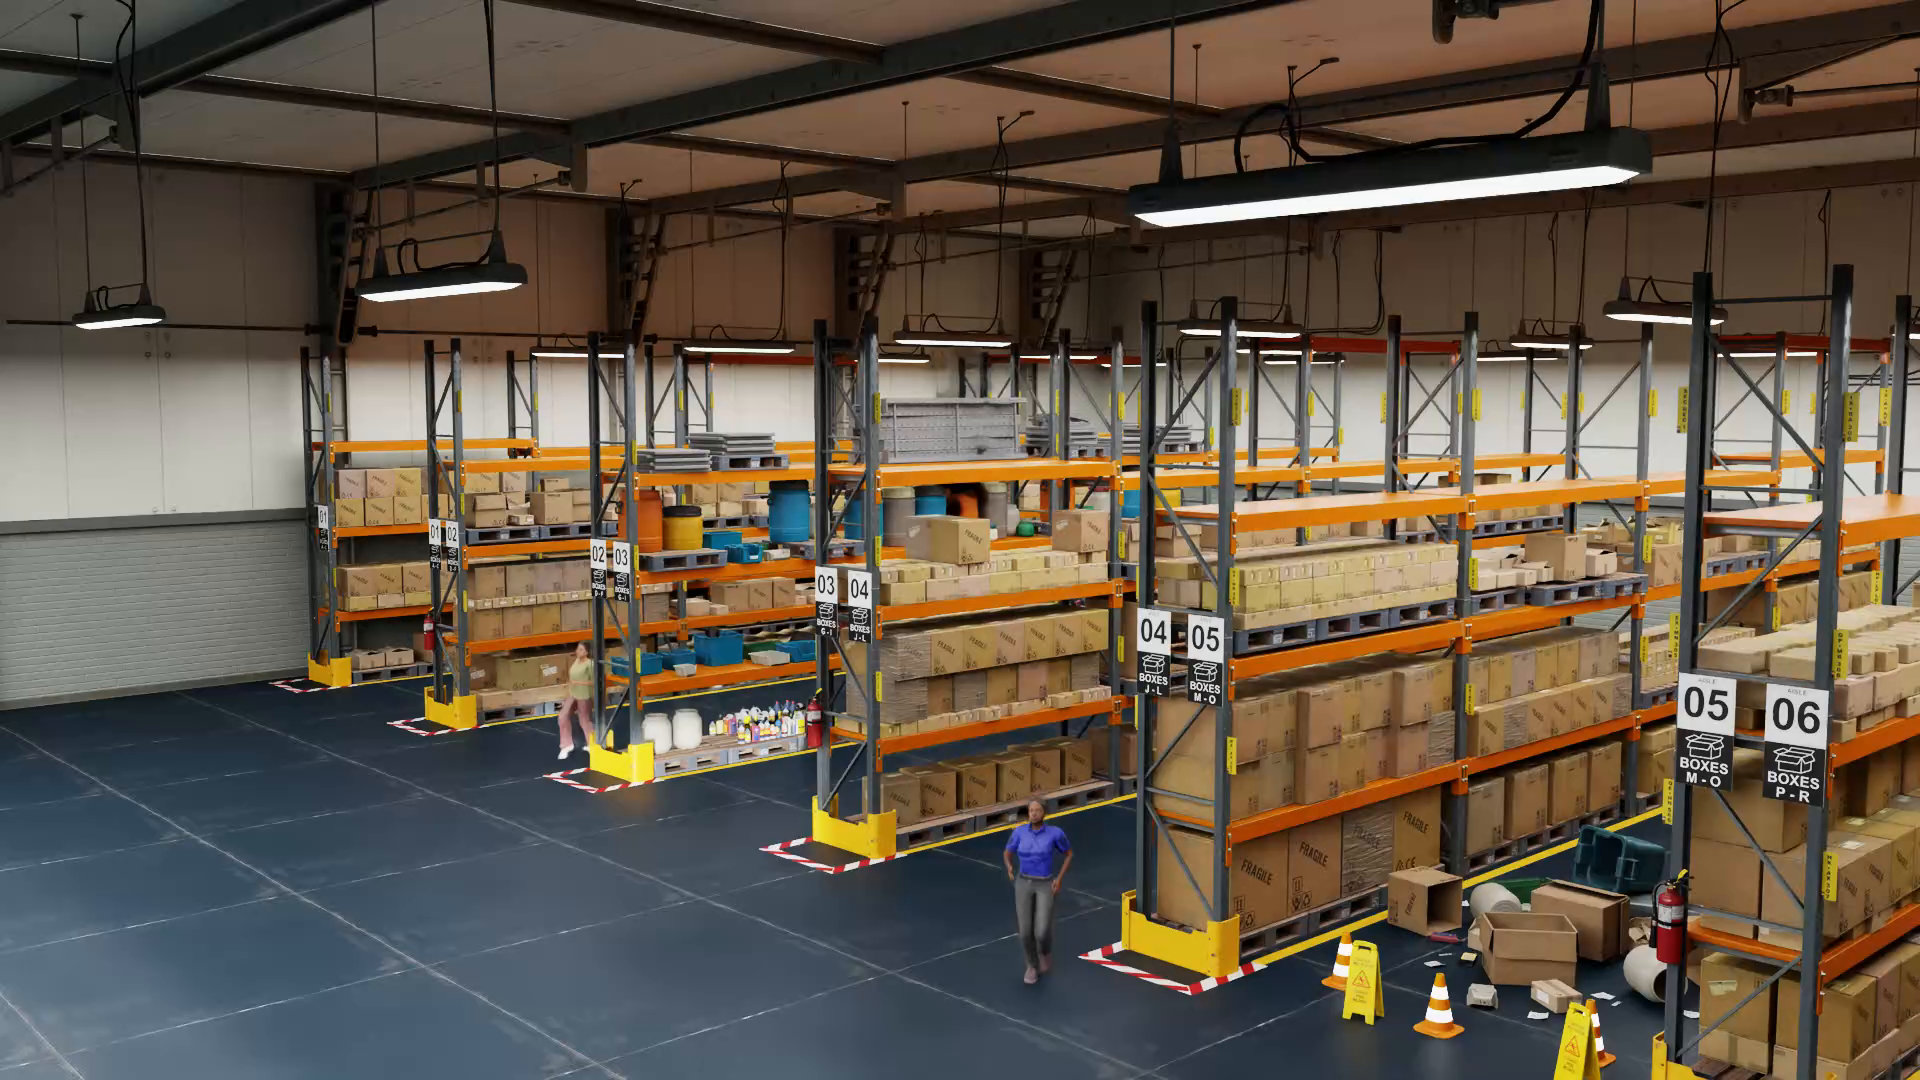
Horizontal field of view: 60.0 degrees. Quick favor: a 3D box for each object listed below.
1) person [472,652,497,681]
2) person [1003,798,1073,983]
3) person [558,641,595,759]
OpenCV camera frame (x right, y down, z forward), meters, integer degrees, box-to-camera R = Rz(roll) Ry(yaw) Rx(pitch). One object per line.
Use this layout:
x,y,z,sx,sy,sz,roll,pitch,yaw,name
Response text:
-8.088,1.826,27.960,0.659,1.738,0.966,4,6,35,person
0.649,3.084,14.602,0.607,1.629,0.539,1,5,16,person
-5.358,2.271,23.702,0.563,1.704,0.682,3,6,32,person
